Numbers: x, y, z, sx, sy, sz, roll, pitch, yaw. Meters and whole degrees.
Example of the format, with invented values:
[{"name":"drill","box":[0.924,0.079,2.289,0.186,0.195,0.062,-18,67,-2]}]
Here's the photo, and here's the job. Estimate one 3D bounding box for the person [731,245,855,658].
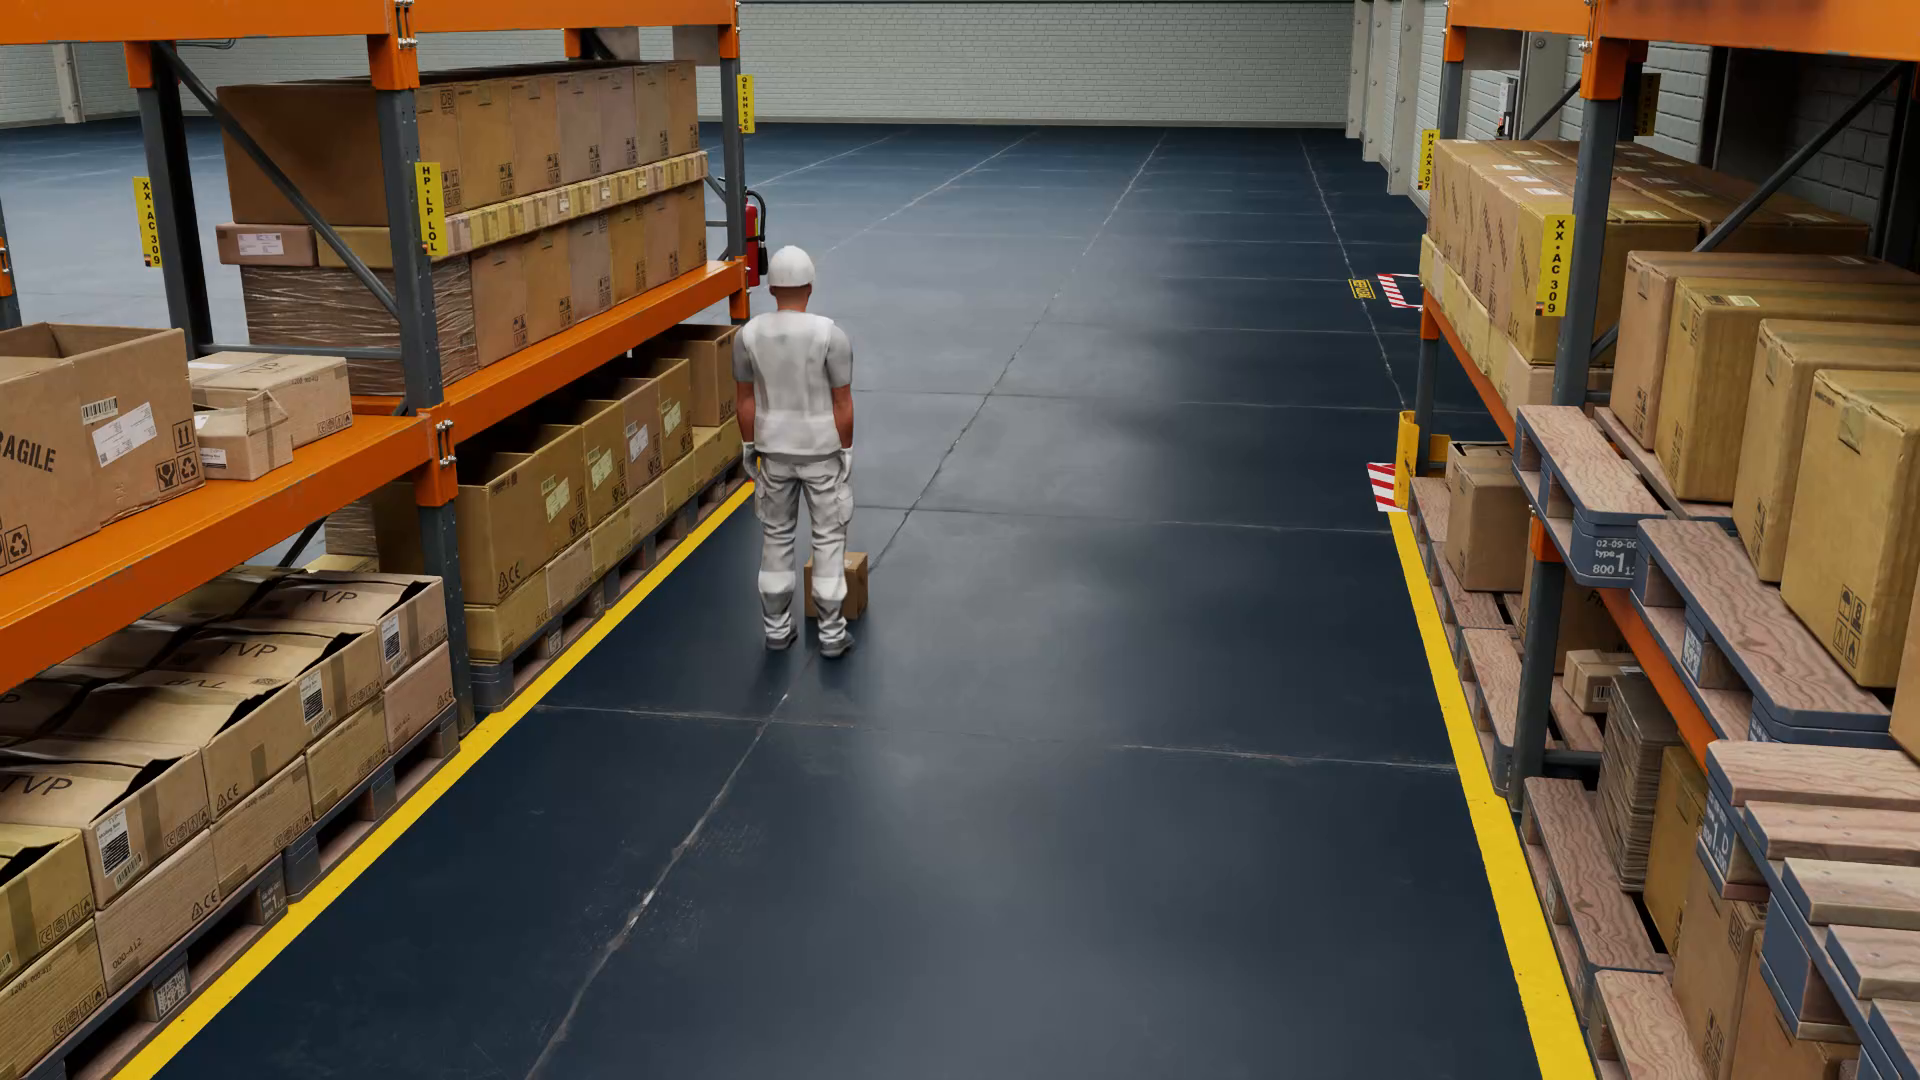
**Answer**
[{"name":"person","box":[-0.701,-0.374,7.215,0.524,1.799,0.350,3,18,10]}]
